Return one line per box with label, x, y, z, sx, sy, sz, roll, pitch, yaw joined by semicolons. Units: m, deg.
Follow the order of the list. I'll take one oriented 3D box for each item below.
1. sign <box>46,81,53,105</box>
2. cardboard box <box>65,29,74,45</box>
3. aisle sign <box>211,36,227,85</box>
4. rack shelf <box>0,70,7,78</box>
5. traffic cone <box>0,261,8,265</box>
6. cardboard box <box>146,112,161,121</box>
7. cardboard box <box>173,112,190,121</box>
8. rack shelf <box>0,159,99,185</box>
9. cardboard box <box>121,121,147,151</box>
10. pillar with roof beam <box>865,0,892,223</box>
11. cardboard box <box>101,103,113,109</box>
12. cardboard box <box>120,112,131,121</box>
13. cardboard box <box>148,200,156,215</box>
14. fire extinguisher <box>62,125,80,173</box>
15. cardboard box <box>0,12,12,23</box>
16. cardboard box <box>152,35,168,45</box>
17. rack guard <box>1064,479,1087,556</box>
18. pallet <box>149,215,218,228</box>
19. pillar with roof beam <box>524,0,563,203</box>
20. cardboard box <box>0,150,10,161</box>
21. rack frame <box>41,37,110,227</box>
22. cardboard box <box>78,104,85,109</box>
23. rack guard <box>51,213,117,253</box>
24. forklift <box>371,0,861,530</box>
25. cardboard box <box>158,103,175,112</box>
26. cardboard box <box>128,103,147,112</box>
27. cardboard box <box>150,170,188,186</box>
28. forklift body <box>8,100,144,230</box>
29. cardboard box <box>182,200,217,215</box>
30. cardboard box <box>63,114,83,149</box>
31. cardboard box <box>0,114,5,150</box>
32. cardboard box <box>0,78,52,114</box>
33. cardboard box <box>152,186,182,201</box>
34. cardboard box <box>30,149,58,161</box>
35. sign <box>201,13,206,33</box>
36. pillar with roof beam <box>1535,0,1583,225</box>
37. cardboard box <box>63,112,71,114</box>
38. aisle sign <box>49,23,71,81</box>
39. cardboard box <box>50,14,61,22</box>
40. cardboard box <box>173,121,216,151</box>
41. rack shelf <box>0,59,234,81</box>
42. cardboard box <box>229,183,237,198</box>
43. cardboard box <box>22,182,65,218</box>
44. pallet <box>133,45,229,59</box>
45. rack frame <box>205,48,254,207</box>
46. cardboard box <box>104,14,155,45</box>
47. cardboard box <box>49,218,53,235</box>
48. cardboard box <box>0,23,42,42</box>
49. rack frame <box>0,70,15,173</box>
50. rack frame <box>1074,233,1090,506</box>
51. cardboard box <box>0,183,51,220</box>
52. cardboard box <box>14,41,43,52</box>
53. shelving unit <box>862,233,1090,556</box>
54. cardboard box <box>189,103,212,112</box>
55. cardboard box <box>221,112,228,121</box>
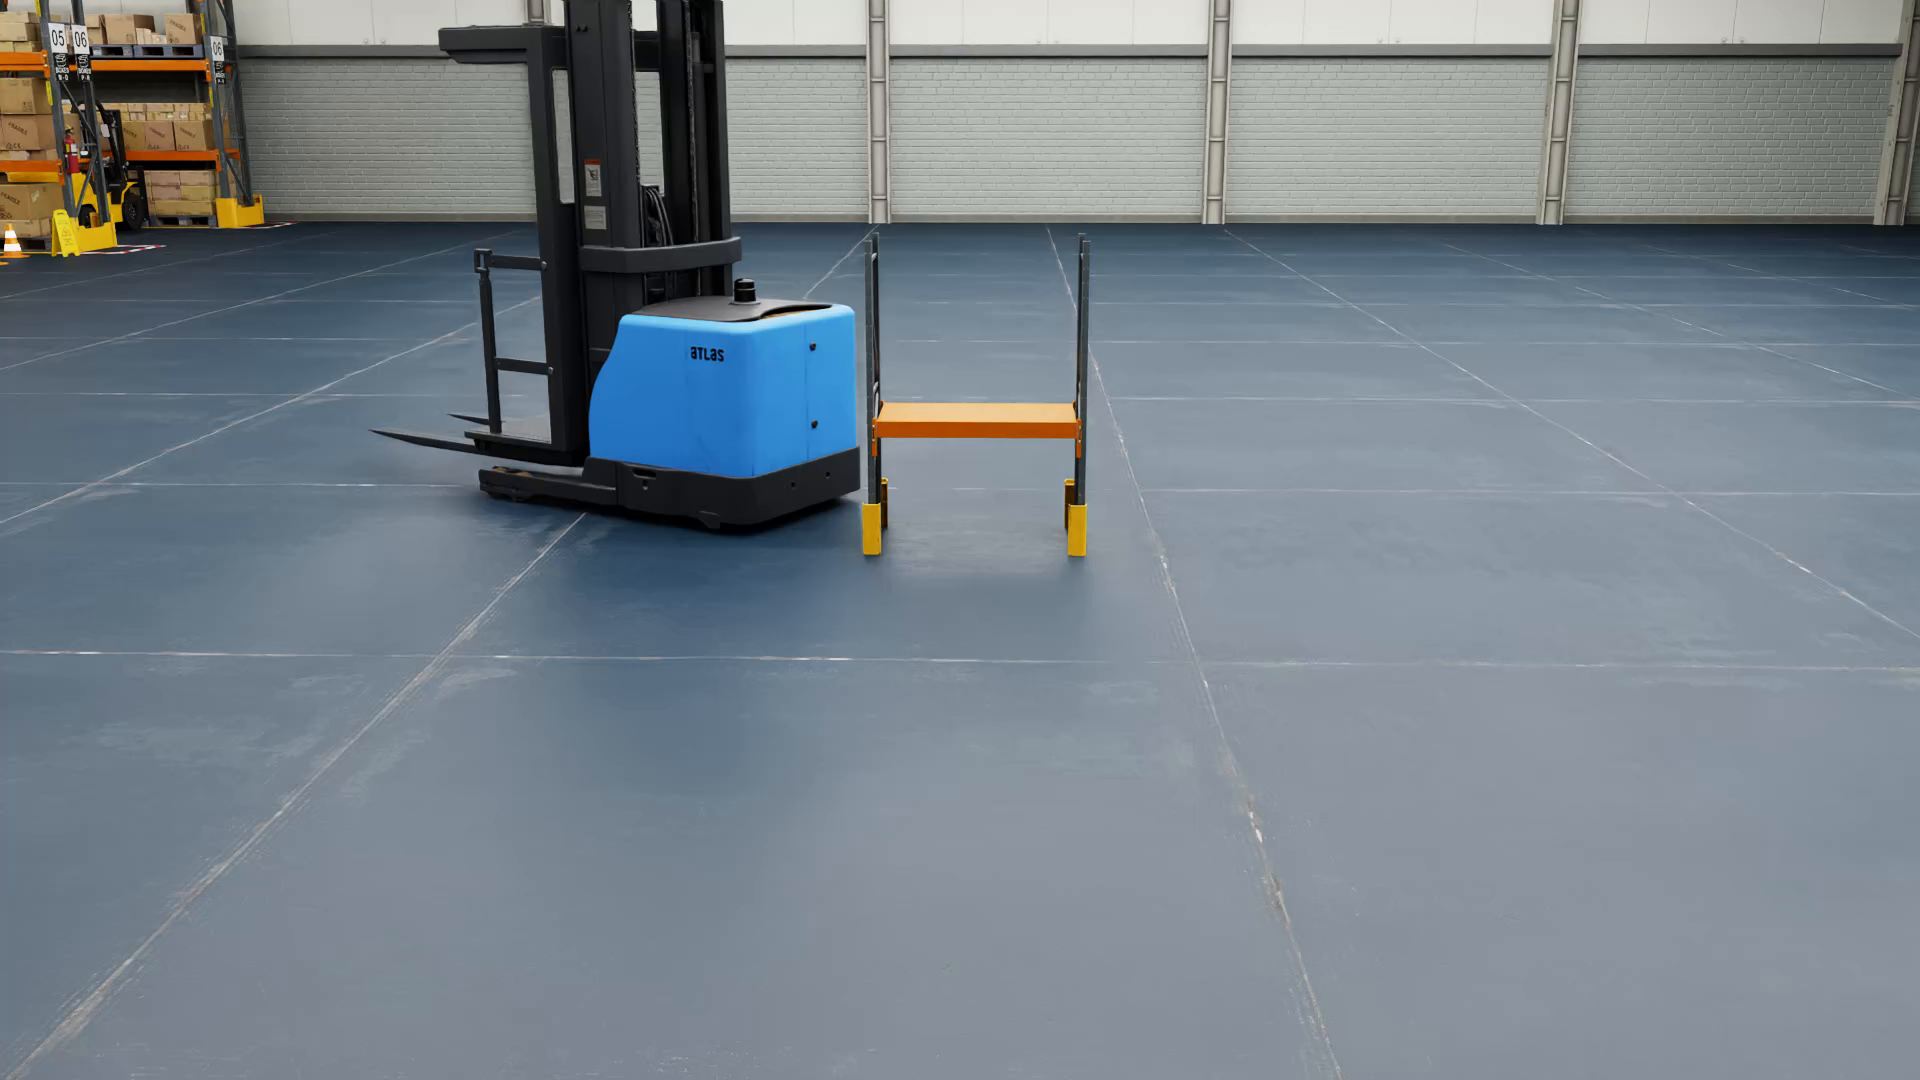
sign;-12.925;-6.340;23.602;0.005;0.325;0.100;0;15;1
cardboard box;-15.291;-8.611;28.461;0.258;0.266;0.396;0;15;0
aisle sign;-12.710;-8.216;28.507;0.004;0.787;0.394;0;15;1
rack shelf;-18.766;-8.176;28.981;4.000;0.370;1.077;0;15;1
traffic cone;-13.042;-3.931;22.332;0.334;0.463;0.336;0;15;1
cardboard box;-13.883;-7.343;28.826;0.250;0.149;0.380;0;15;1
cardboard box;-13.378;-7.322;28.744;0.250;0.149;0.380;1;15;2
rack shelf;-14.890;-5.434;24.467;4.000;0.370;1.077;0;15;1
cardboard box;-14.297;-7.028;28.904;0.500;0.500;0.500;0;15;0
pillar with roof beam;-1.555;-8.994;24.789;0.400;9.000;9.100;0;15;1
cardboard box;-14.665;-7.498;28.828;0.250;0.149;0.380;1;15;2
cardboard box;-14.405;-7.330;28.774;0.250;0.149;0.380;0;15;2
cardboard box;-14.243;-5.842;29.170;0.500;0.250;0.500;1;15;2
fire extinguisher;-12.788;-5.613;23.888;0.183;0.674;0.296;0;15;1
cardboard box;-13.494;-7.422;23.640;0.250;0.149;0.380;1;15;2
cardboard box;-13.604;-8.543;28.434;0.250;0.149;0.380;0;15;0
rack guard;0.574;-0.117;8.294;0.087;0.250;0.587;0;15;1
pallet;-13.534;-5.681;29.458;1.213;0.211;1.003;0;15;1
pillar with roof beam;-7.553;-9.033;24.938;0.400;9.000;9.100;0;15;1
cardboard box;-13.782;-5.576;24.087;0.250;0.149;0.380;0;15;0
rack frame;-12.891;-5.769;24.326;0.127;3.000;1.000;0;15;1
cardboard box;-15.166;-7.501;28.839;0.250;0.149;0.380;0;15;1
rack guard;-12.967;-4.561;24.647;0.348;0.500;1.175;0;15;1
forklift;-2.070;-1.730;9.151;3.031;2.935;1.130;9;17;31
cardboard box;-13.641;-7.478;28.752;0.250;0.149;0.380;1;15;3
cardboard box;-14.151;-7.472;28.729;0.250;0.149;0.380;1;15;3
cardboard box;-13.747;-6.317;29.010;0.500;0.250;0.500;1;15;2
forklift body;-14.710;-6.172;27.516;1.214;2.155;2.313;0;15;1
cardboard box;-13.246;-5.831;29.127;0.500;0.250;0.500;0;15;2
cardboard box;-13.358;-6.035;24.555;0.500;0.500;0.500;0;15;1
cardboard box;-13.941;-5.899;24.039;0.500;0.500;0.500;0;15;2
cardboard box;-13.407;-6.392;23.949;0.500;0.500;0.700;0;15;0
cardboard box;-13.764;-6.080;29.090;0.500;0.250;0.500;0;15;1
cardboard box;-13.270;-5.595;24.161;0.250;0.149;0.380;1;15;3
sign;-12.796;-8.737;28.114;0.005;0.325;0.100;0;15;1
pillar with roof beam;10.441;-8.916;24.493;0.400;9.000;9.100;0;15;1
cardboard box;-15.428;-7.335;28.795;0.250;0.149;0.380;0;15;1
aisle sign;-12.837;-6.952;23.712;0.004;0.787;0.394;0;15;1
cardboard box;-13.241;-7.538;24.080;0.250;0.149;0.380;0;15;1
cardboard box;-13.267;-7.019;28.870;0.500;0.500;0.500;0;15;0
rack shelf;-14.767;-8.150;28.882;4.000;0.370;1.077;0;15;1
cardboard box;-13.233;-6.206;29.570;0.500;0.250;0.500;1;15;2
cardboard box;-13.714;-5.081;24.815;0.500;0.500;0.500;0;15;0
pallet;-13.474;-8.454;28.795;1.213;0.211;1.003;0;15;1
rack frame;-12.768;-7.035;29.124;0.127;3.000;1.000;0;15;1
cardboard box;-14.238;-8.758;28.560;0.500;0.500;0.700;0;15;2
cardboard box;-13.690;-4.718;24.910;0.500;0.250;0.500;0;15;1
cardboard box;-13.410;-7.225;23.677;0.500;0.250;0.500;0;15;1
rack frame;-16.767;-7.061;29.223;0.127;3.000;1.000;0;15;1
rack frame;0.593;-0.721;8.134;0.032;1.500;0.500;0;15;1
cardboard box;-13.699;-4.944;24.295;0.500;0.500;0.500;0;15;2
cardboard box;-13.255;-7.029;23.714;0.250;0.149;0.380;0;15;2
shelving unit;0.076;-0.725;8.147;1.083;1.500;0.587;0;15;1
cardboard box;-13.132;-7.489;28.796;0.250;0.149;0.380;0;15;2
cardboard box;-13.101;-7.465;29.288;0.250;0.149;0.380;0;15;0
